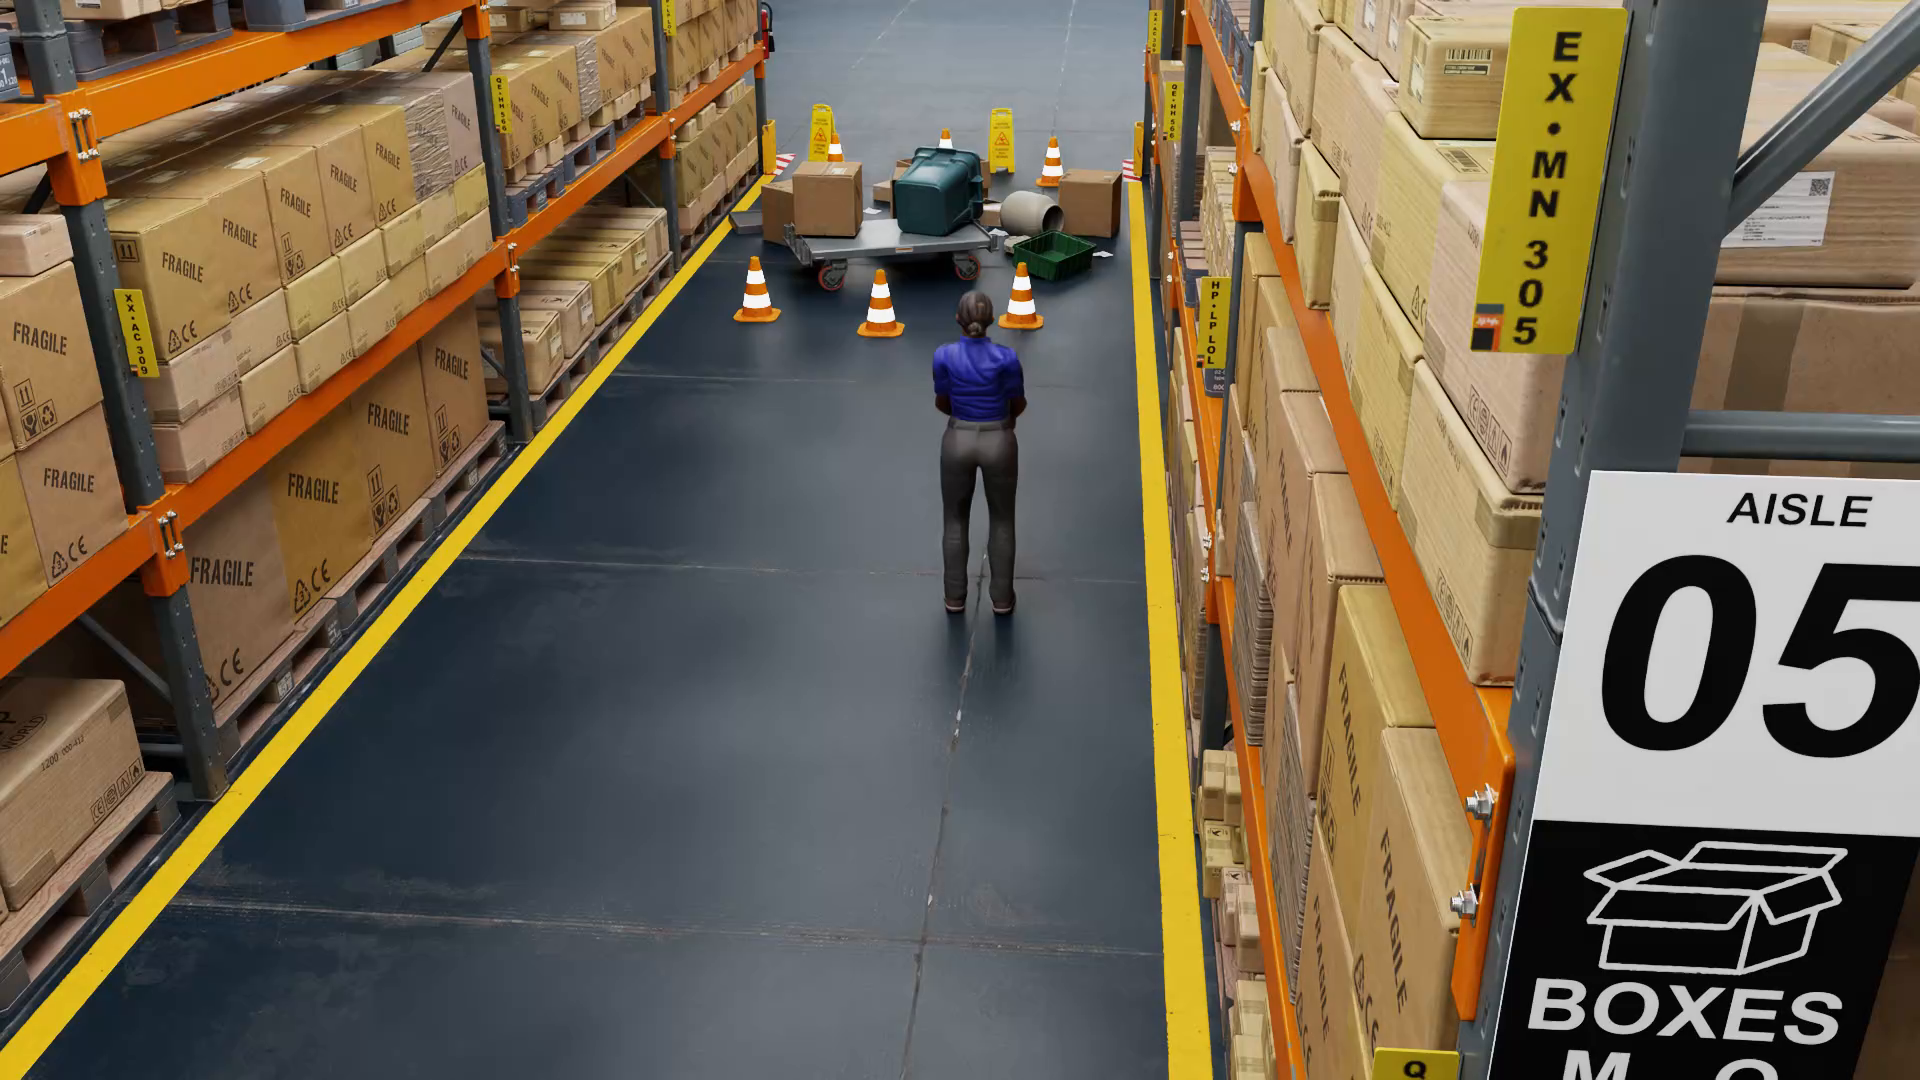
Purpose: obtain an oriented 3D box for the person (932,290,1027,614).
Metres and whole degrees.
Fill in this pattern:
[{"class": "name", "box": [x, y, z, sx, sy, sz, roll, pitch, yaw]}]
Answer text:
[{"class": "person", "box": [0.101, -0.455, 8.113, 0.451, 1.651, 0.515, 2, 25, 5]}]
